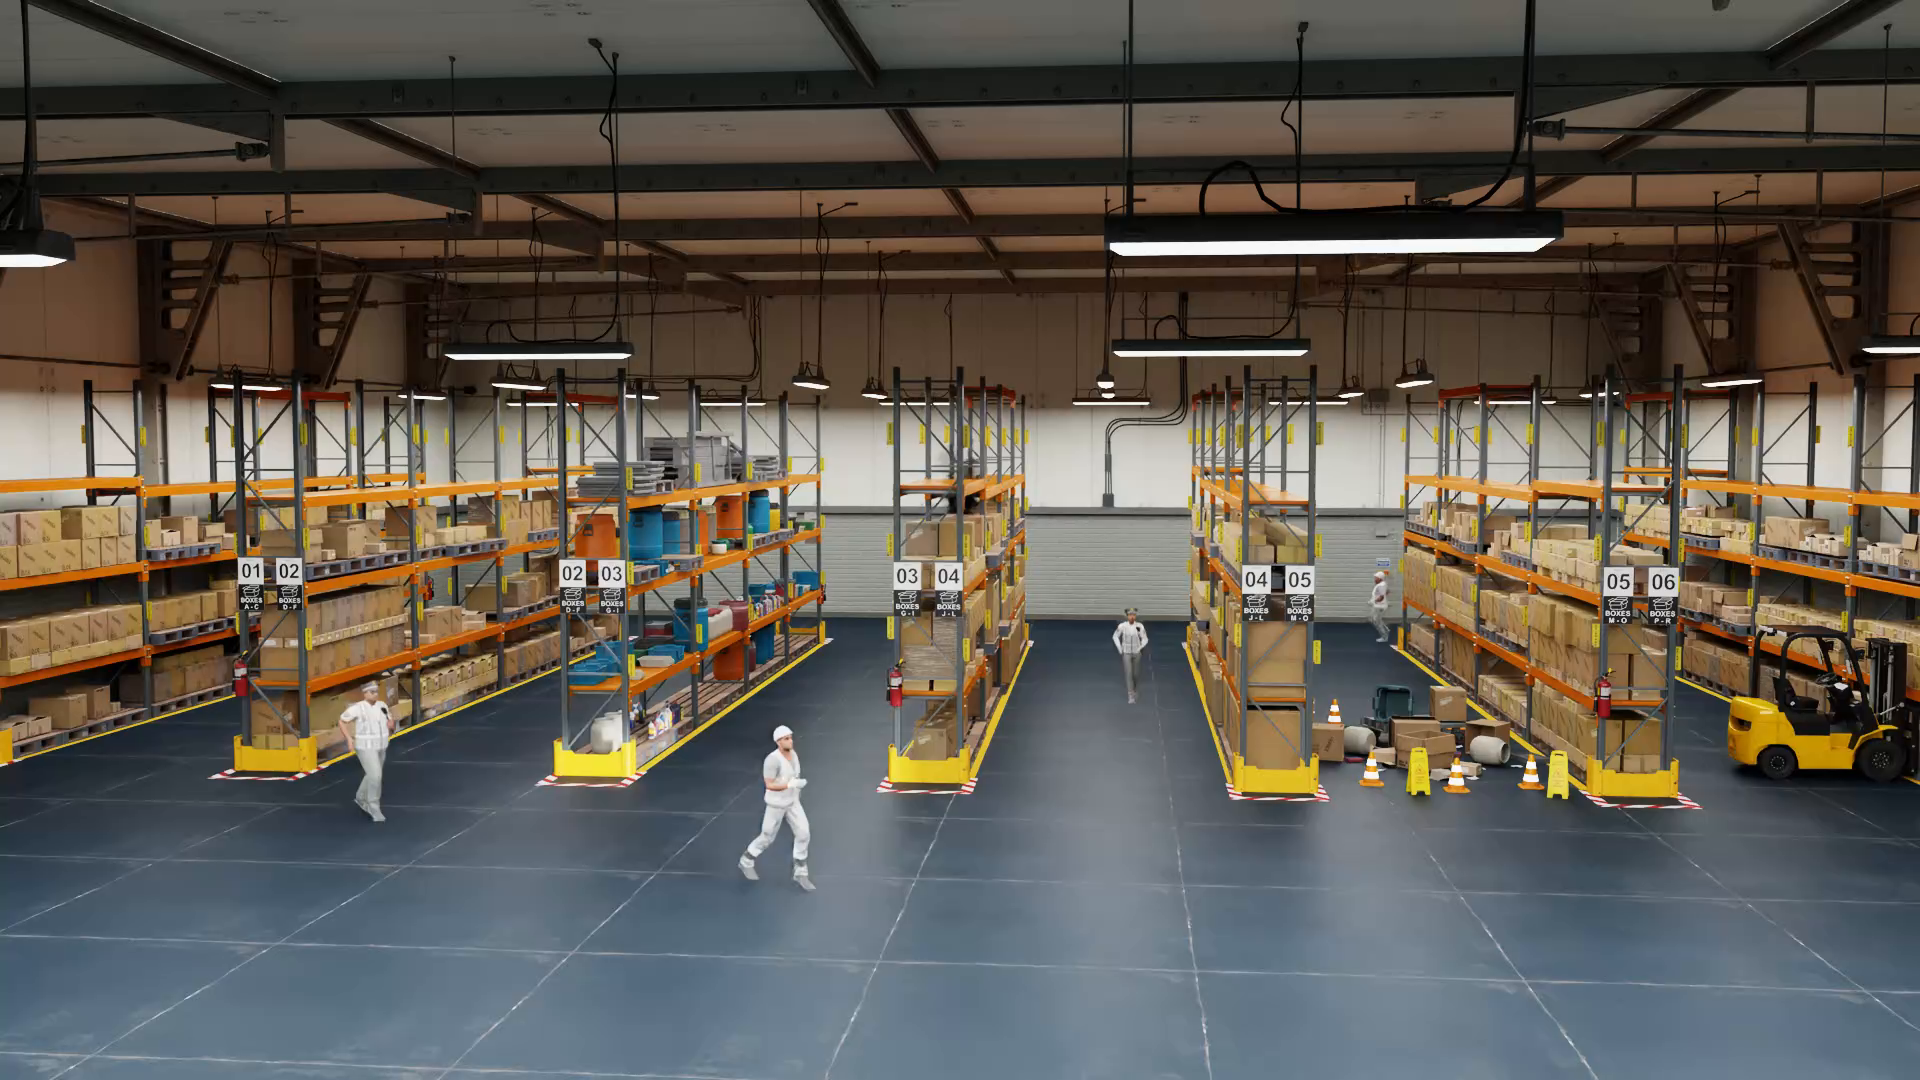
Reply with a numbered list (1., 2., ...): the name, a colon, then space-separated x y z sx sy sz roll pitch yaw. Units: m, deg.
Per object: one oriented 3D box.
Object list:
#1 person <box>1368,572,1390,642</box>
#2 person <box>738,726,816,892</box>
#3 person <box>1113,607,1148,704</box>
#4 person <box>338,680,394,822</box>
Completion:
1. person: 10.193 1.623 40.447 0.529 1.726 0.694 1 4 18
2. person: -2.012 2.958 18.475 0.931 1.827 0.676 2 4 35
3. person: 3.043 2.035 29.656 0.625 1.705 0.668 0 4 0
4. person: -7.738 2.763 21.859 0.785 1.852 0.637 2 4 29
